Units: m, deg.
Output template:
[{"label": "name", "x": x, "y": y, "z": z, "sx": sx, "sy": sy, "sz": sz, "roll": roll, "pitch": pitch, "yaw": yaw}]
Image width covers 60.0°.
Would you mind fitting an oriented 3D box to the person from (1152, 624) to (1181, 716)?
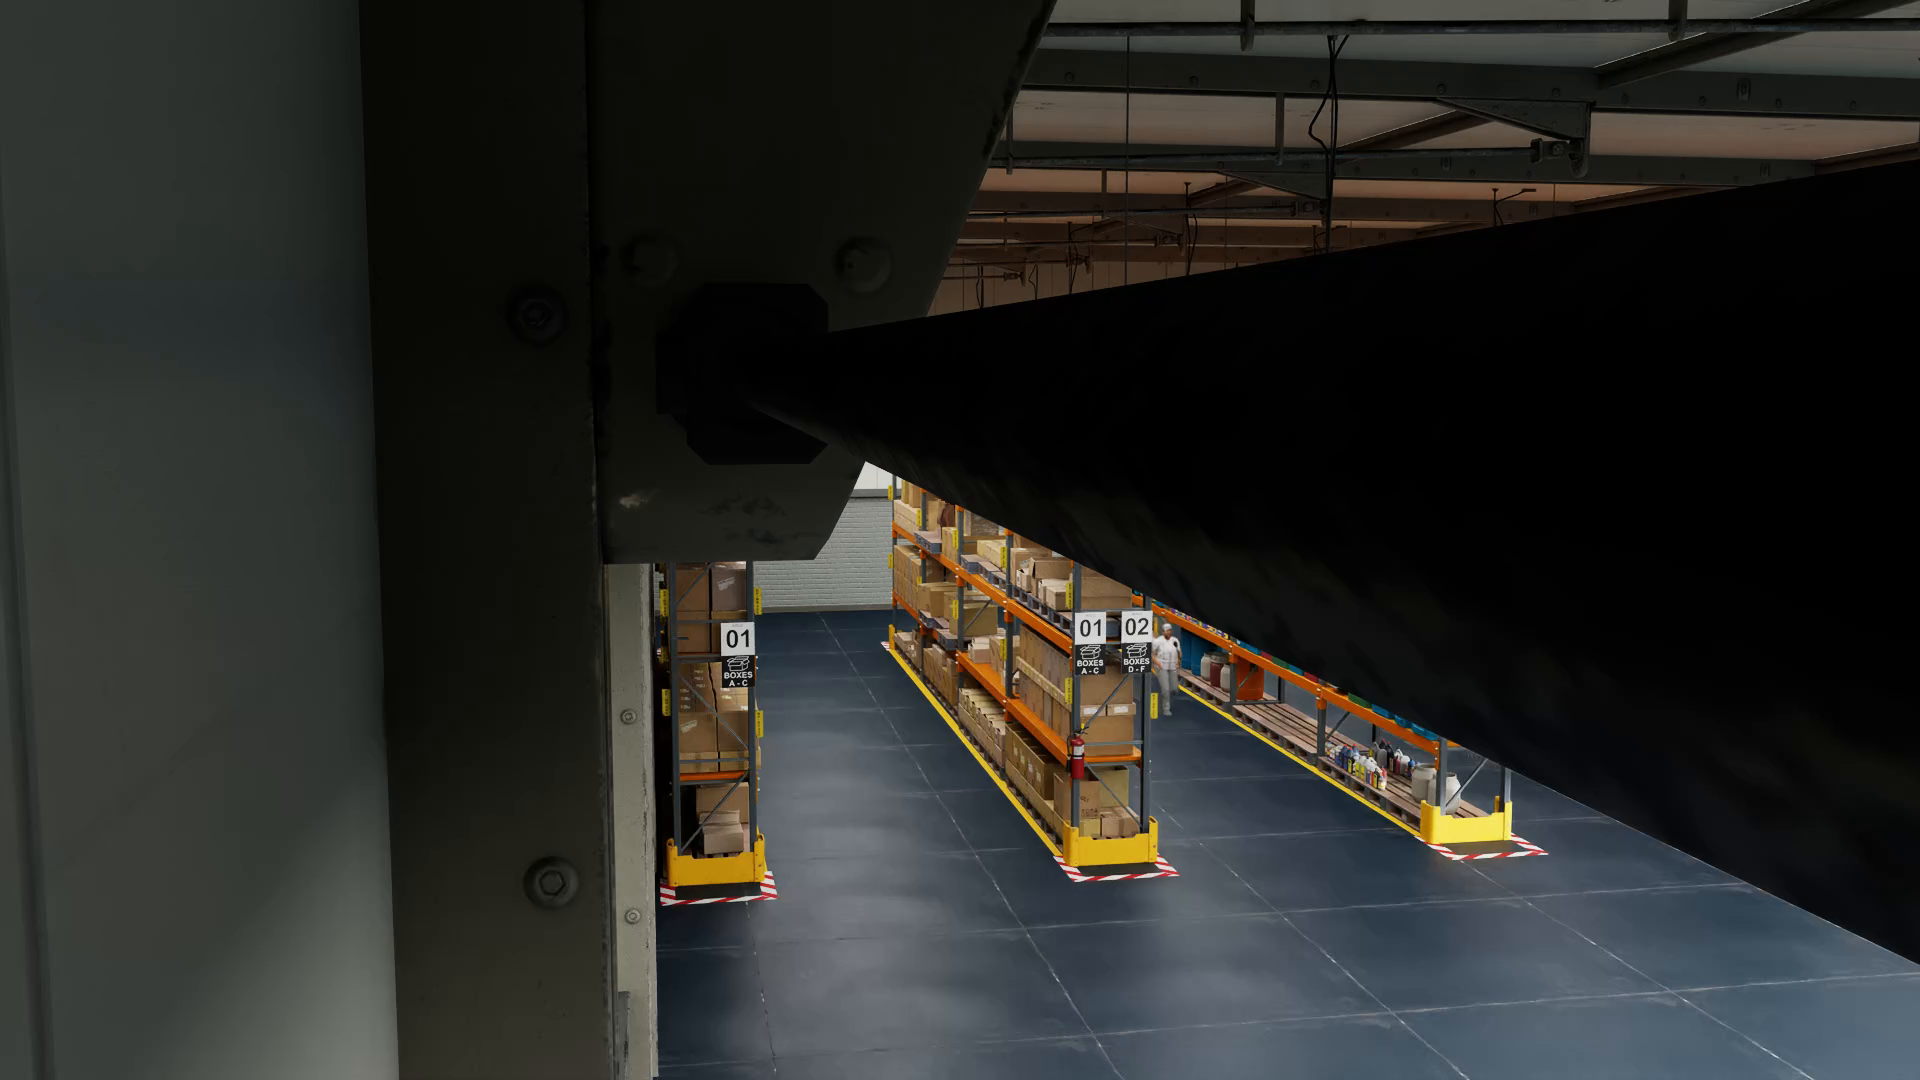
[{"label": "person", "x": 3.682, "y": 2.303, "z": 29.806, "sx": 0.614, "sy": 1.638, "sz": 0.578, "roll": -1, "pitch": 6, "yaw": -12}]
